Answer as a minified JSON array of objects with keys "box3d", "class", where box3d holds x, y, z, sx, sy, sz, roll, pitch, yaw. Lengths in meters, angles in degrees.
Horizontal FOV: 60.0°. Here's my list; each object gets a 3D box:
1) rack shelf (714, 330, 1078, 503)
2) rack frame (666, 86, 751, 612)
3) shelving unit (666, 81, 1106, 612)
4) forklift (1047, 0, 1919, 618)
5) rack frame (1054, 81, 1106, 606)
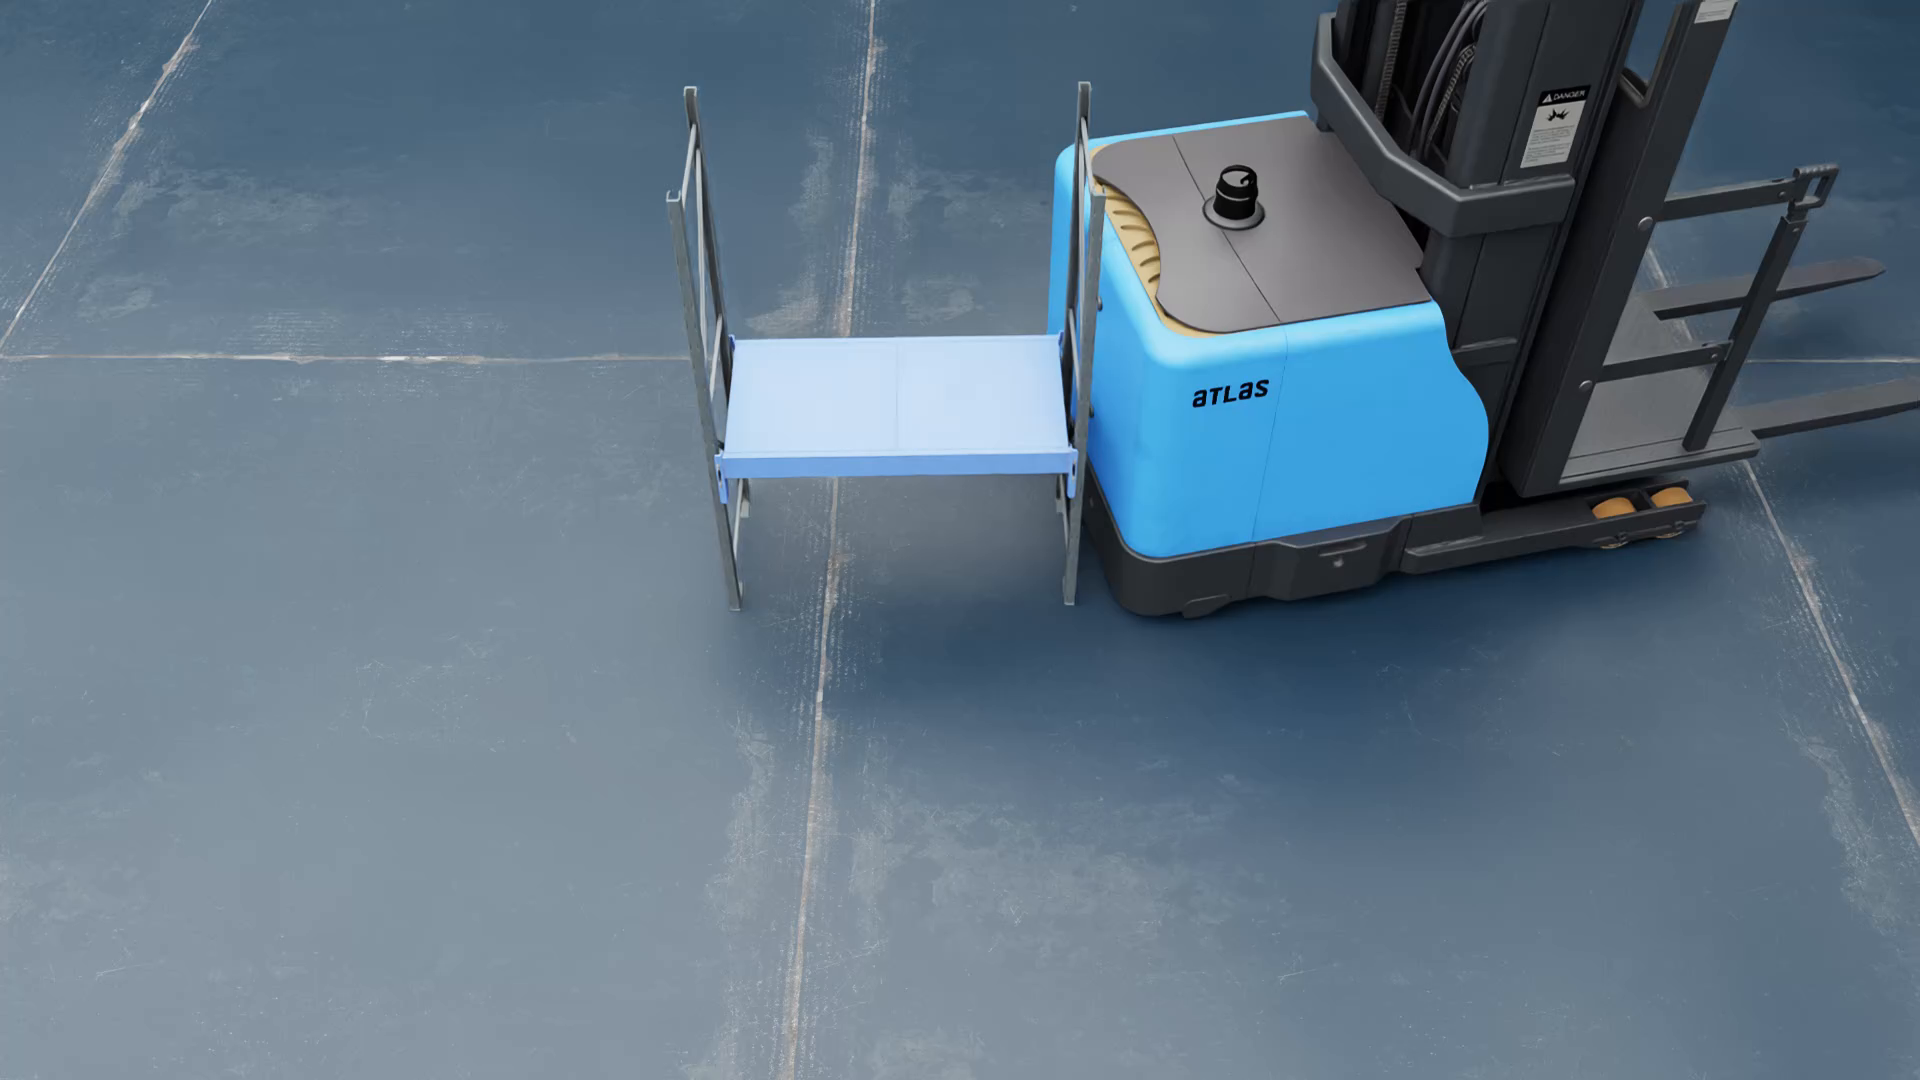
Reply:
[{"box3d":[-0.180,-0.362,4.808,1.000,0.185,0.538,-1,47,-1],"class":"rack shelf"},{"box3d":[-0.689,-0.476,4.669,0.032,1.500,0.500,-1,47,-1],"class":"rack frame"},{"box3d":[-0.180,-0.485,4.677,1.048,1.500,0.538,-1,47,-1],"class":"shelving unit"},{"box3d":[1.839,-1.339,4.494,3.031,2.935,1.130,-10,48,-9],"class":"forklift"},{"box3d":[0.328,-0.493,4.685,0.032,1.500,0.500,-1,47,-1],"class":"rack frame"}]
